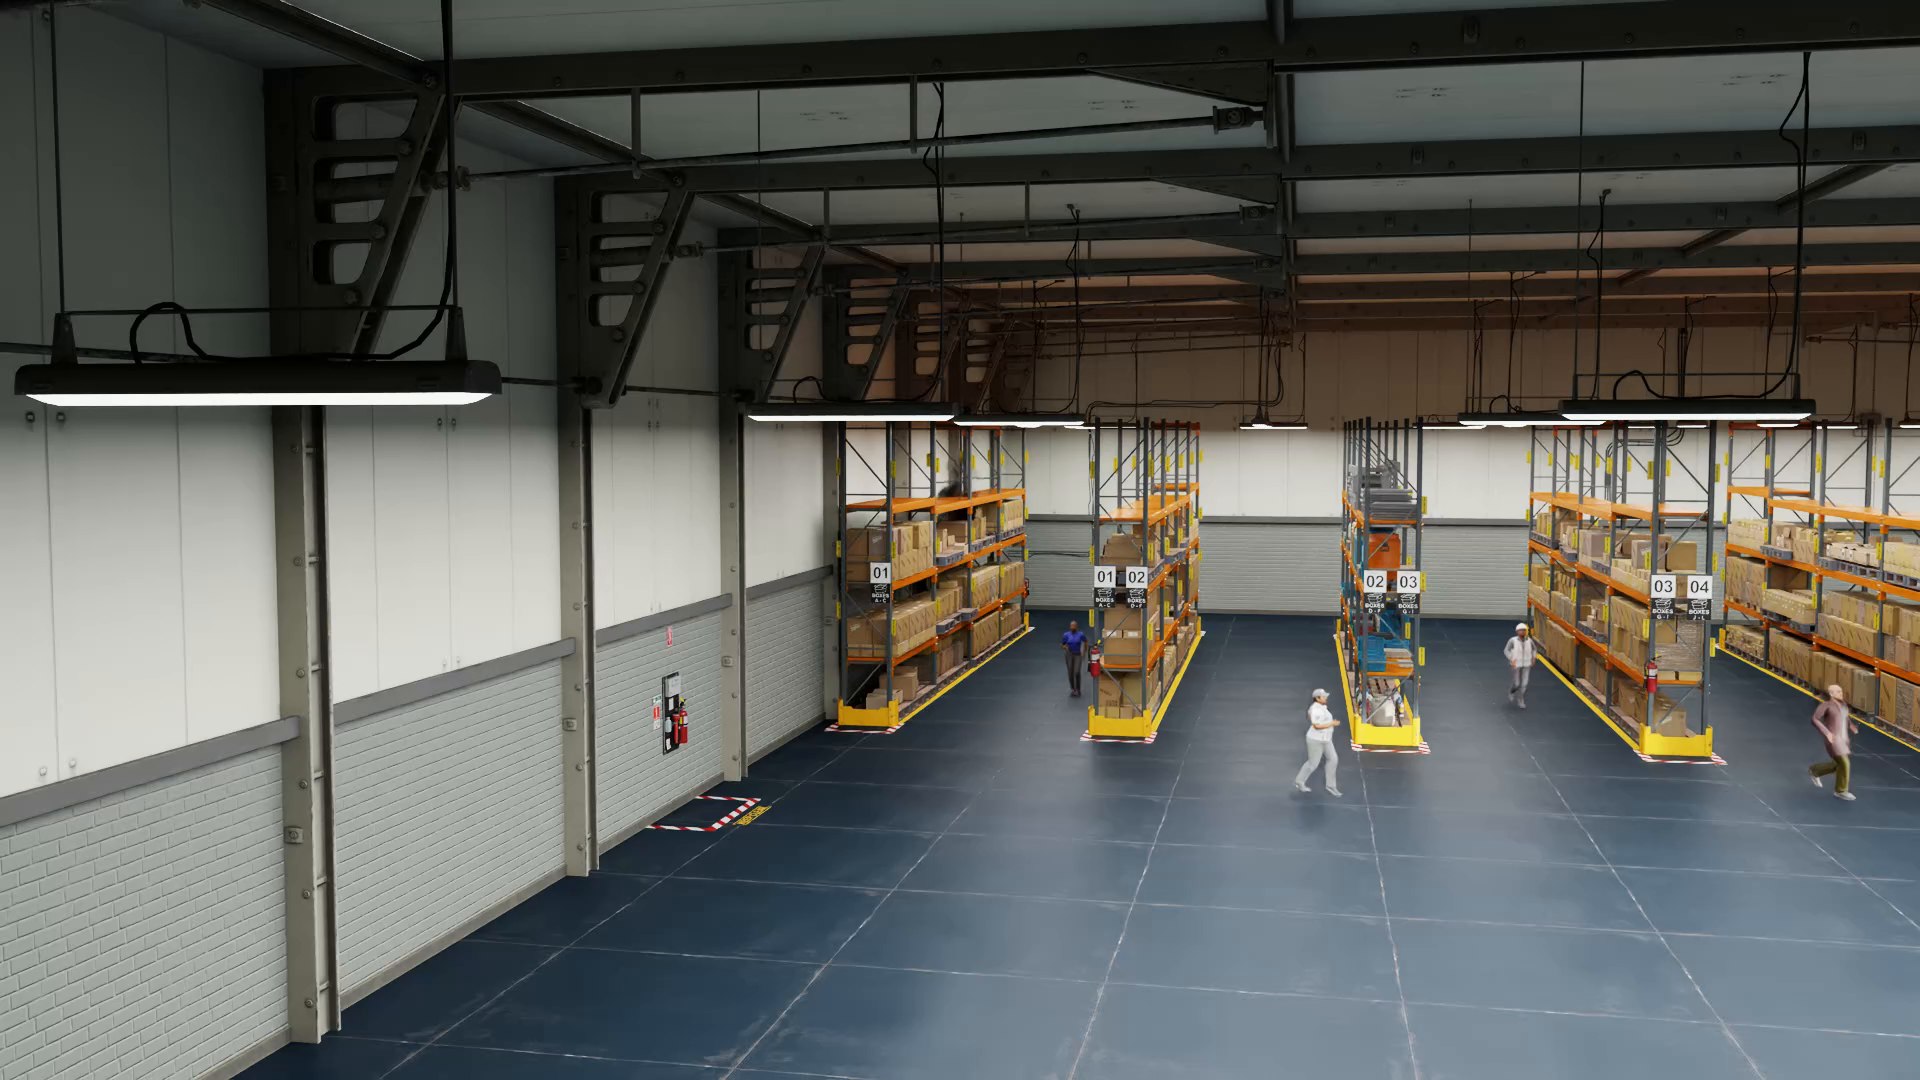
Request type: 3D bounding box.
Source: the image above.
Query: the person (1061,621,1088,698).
[{"bbox_3d":[2.459,2.581,35.984,0.572,1.683,0.697,1,4,9],"label":"person"}]

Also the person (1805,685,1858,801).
[{"bbox_3d":[13.730,3.154,26.163,0.704,1.773,0.844,-2,4,-30],"label":"person"}]

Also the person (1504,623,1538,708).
[{"bbox_3d":[11.697,2.607,34.721,0.656,1.752,0.615,0,4,3],"label":"person"}]

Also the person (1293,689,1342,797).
[{"bbox_3d":[5.629,3.190,26.179,0.747,1.721,0.592,2,4,29],"label":"person"}]
